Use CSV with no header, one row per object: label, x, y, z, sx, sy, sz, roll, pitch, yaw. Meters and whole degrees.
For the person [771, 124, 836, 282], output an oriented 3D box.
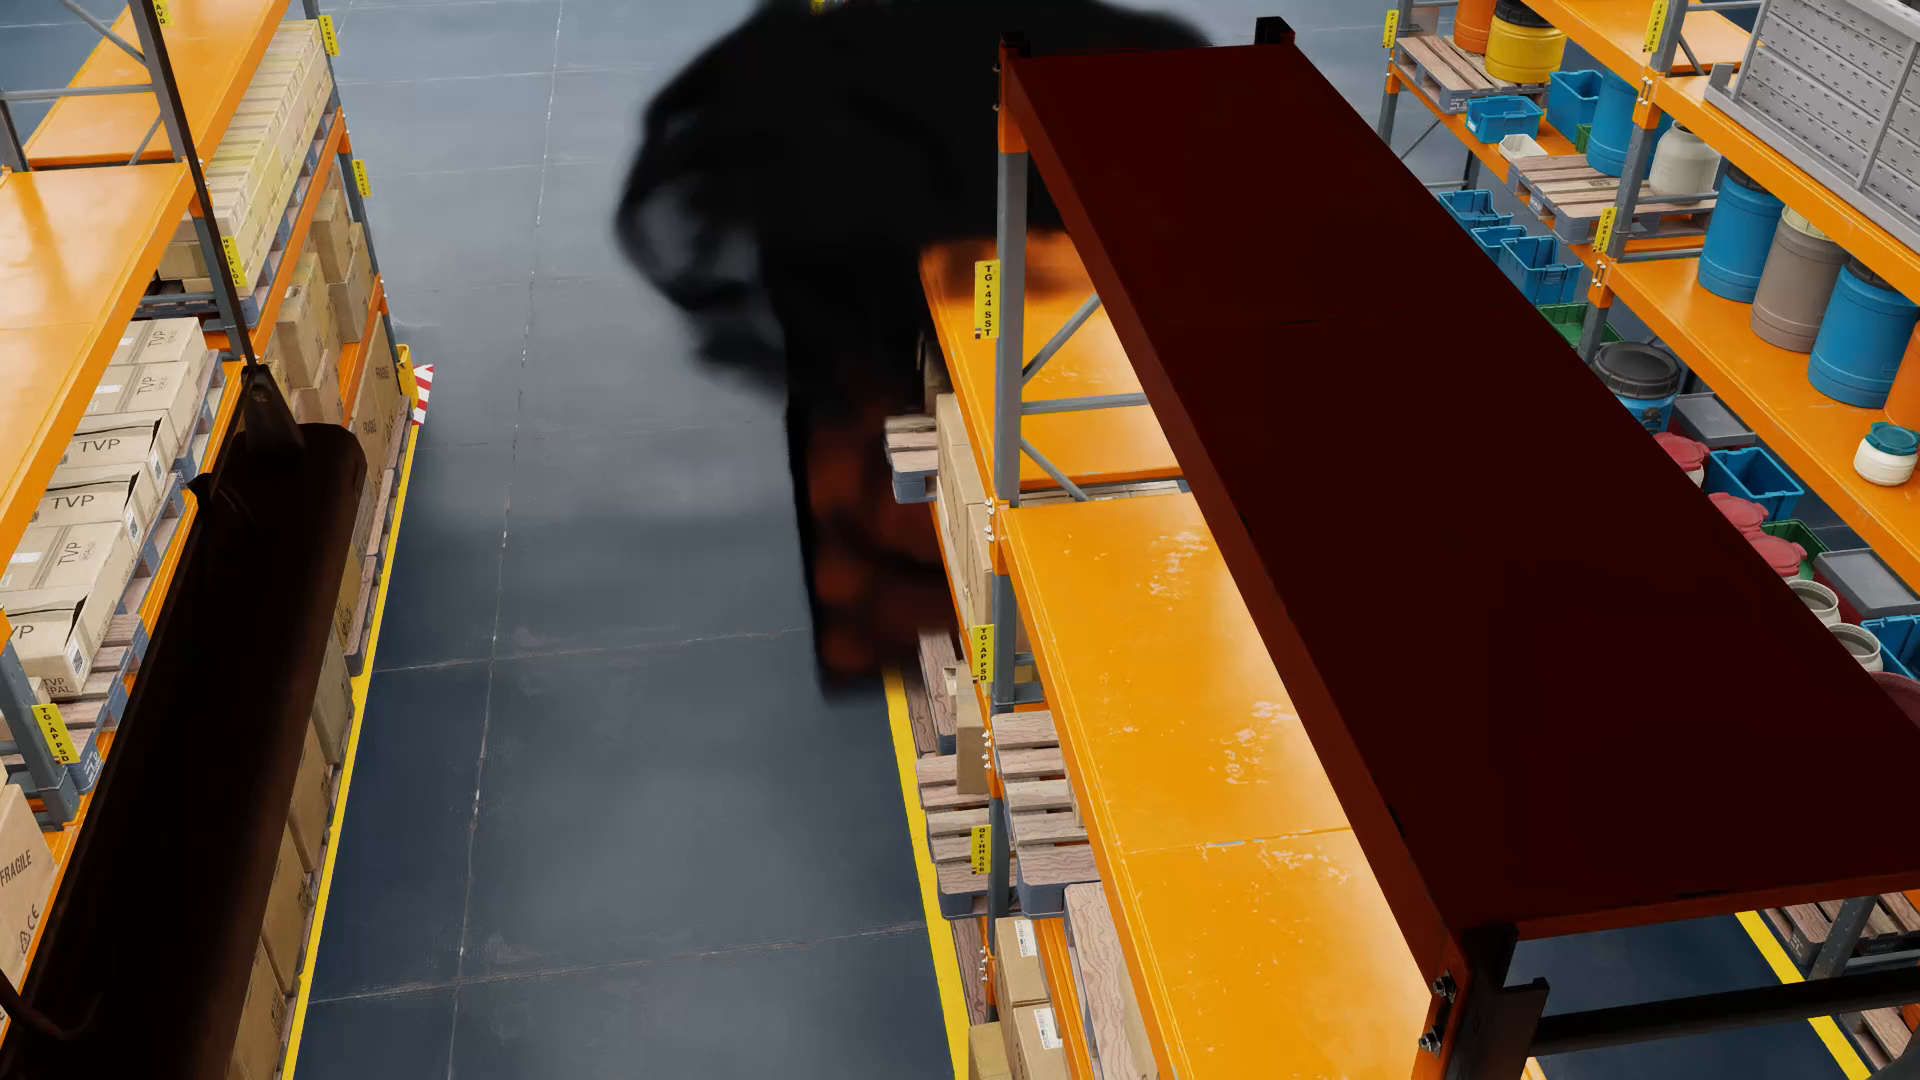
person,-1.505,-3.331,16.618,0.892,1.641,0.593,19,40,24
